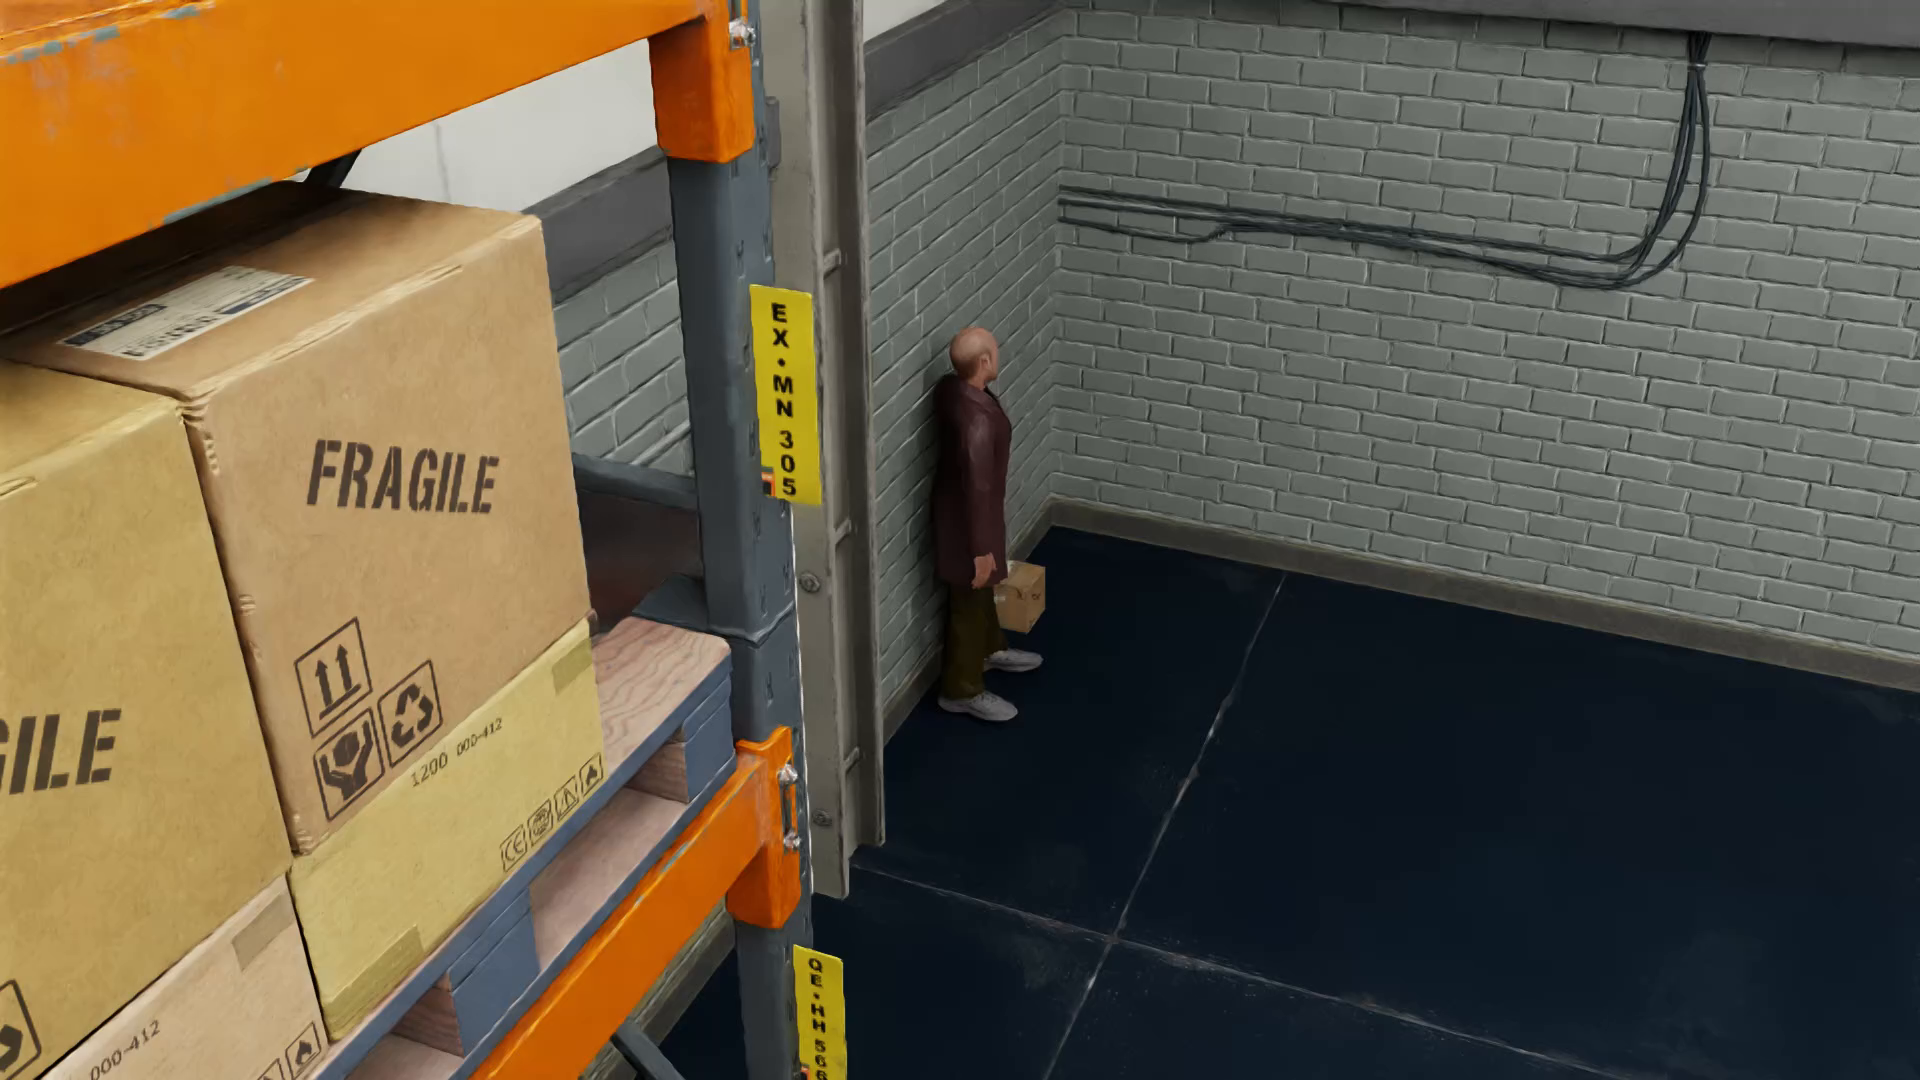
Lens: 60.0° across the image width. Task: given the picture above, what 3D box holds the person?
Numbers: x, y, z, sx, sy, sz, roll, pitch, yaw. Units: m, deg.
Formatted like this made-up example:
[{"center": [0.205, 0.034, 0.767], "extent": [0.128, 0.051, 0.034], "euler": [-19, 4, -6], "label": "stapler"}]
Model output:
[{"center": [0.143, -0.080, 7.232], "extent": [0.535, 1.787, 0.634], "euler": [-6, 30, -10], "label": "person"}]
